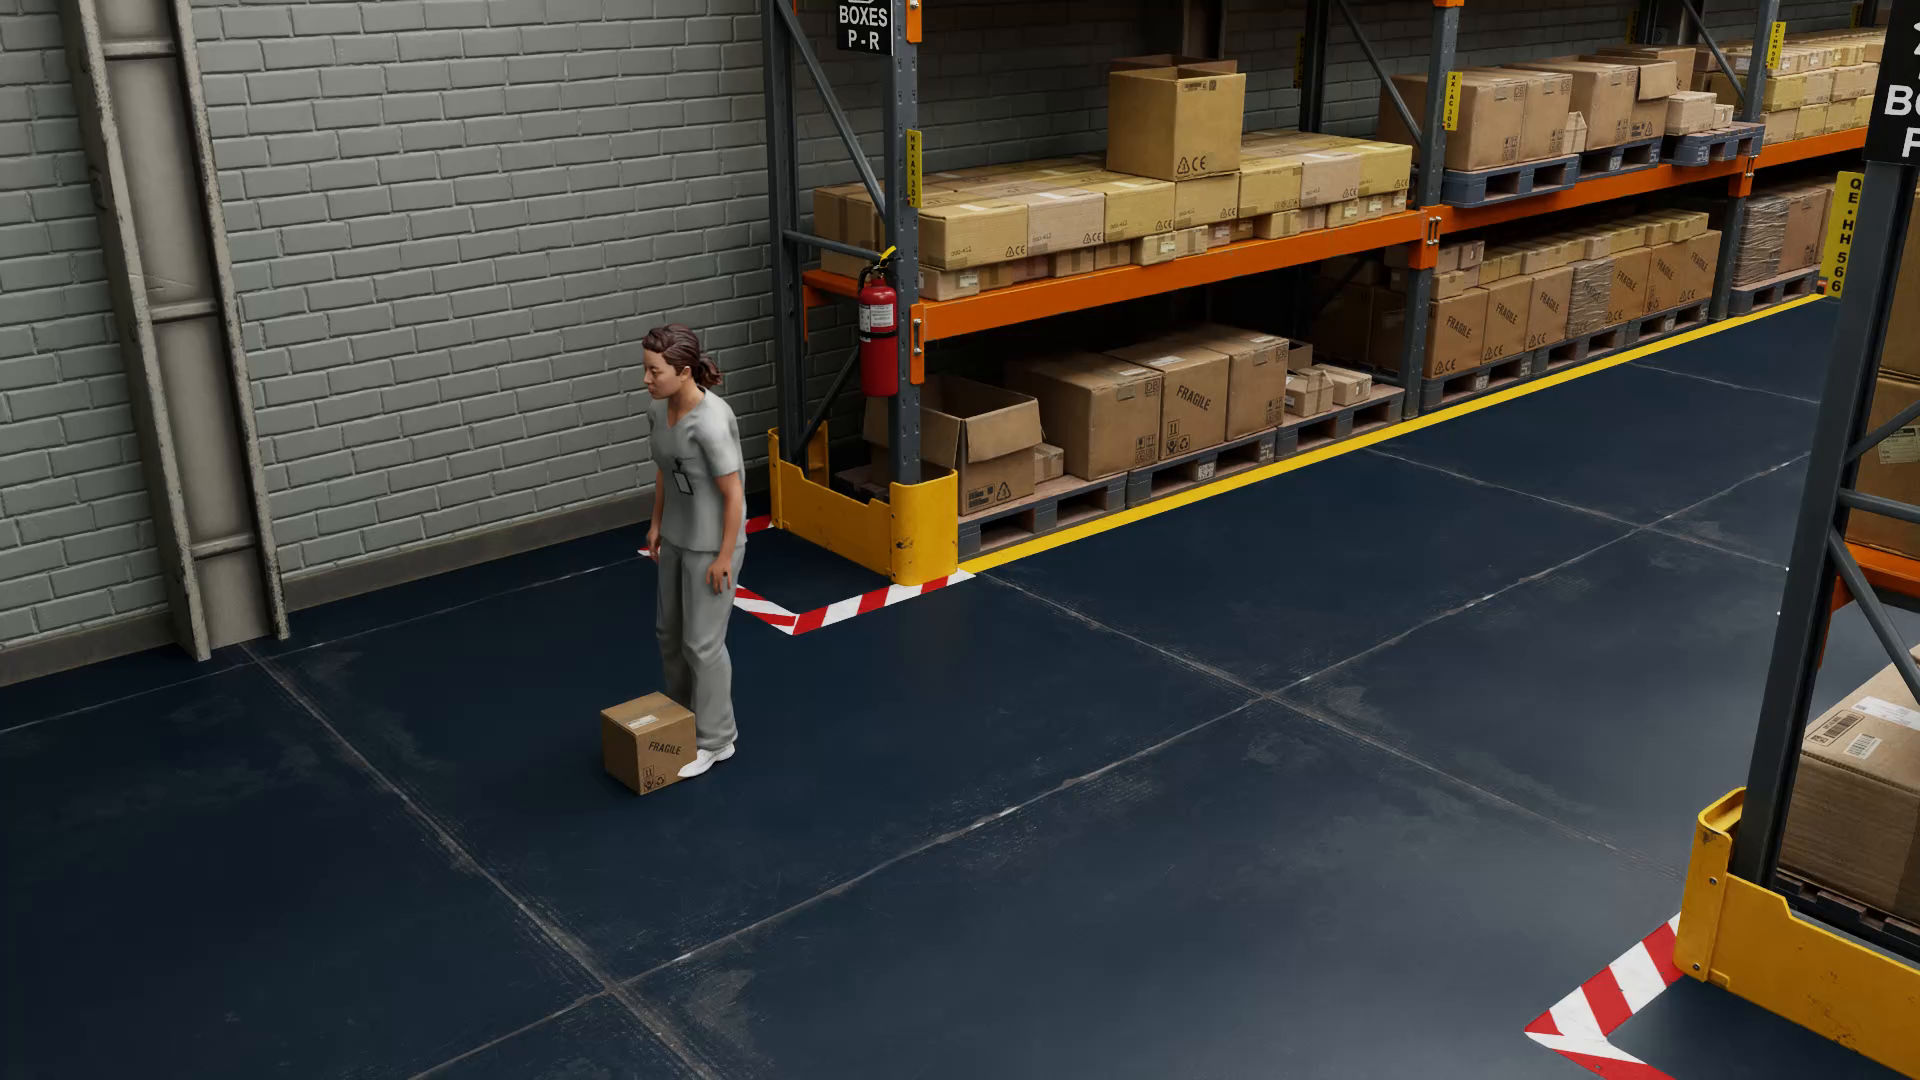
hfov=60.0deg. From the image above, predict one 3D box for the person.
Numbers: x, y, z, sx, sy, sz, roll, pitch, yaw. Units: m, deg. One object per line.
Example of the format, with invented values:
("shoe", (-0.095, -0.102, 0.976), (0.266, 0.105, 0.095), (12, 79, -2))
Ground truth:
("person", (-0.982, 0.028, 6.014), (0.405, 1.669, 0.486), (-17, 27, -37))
